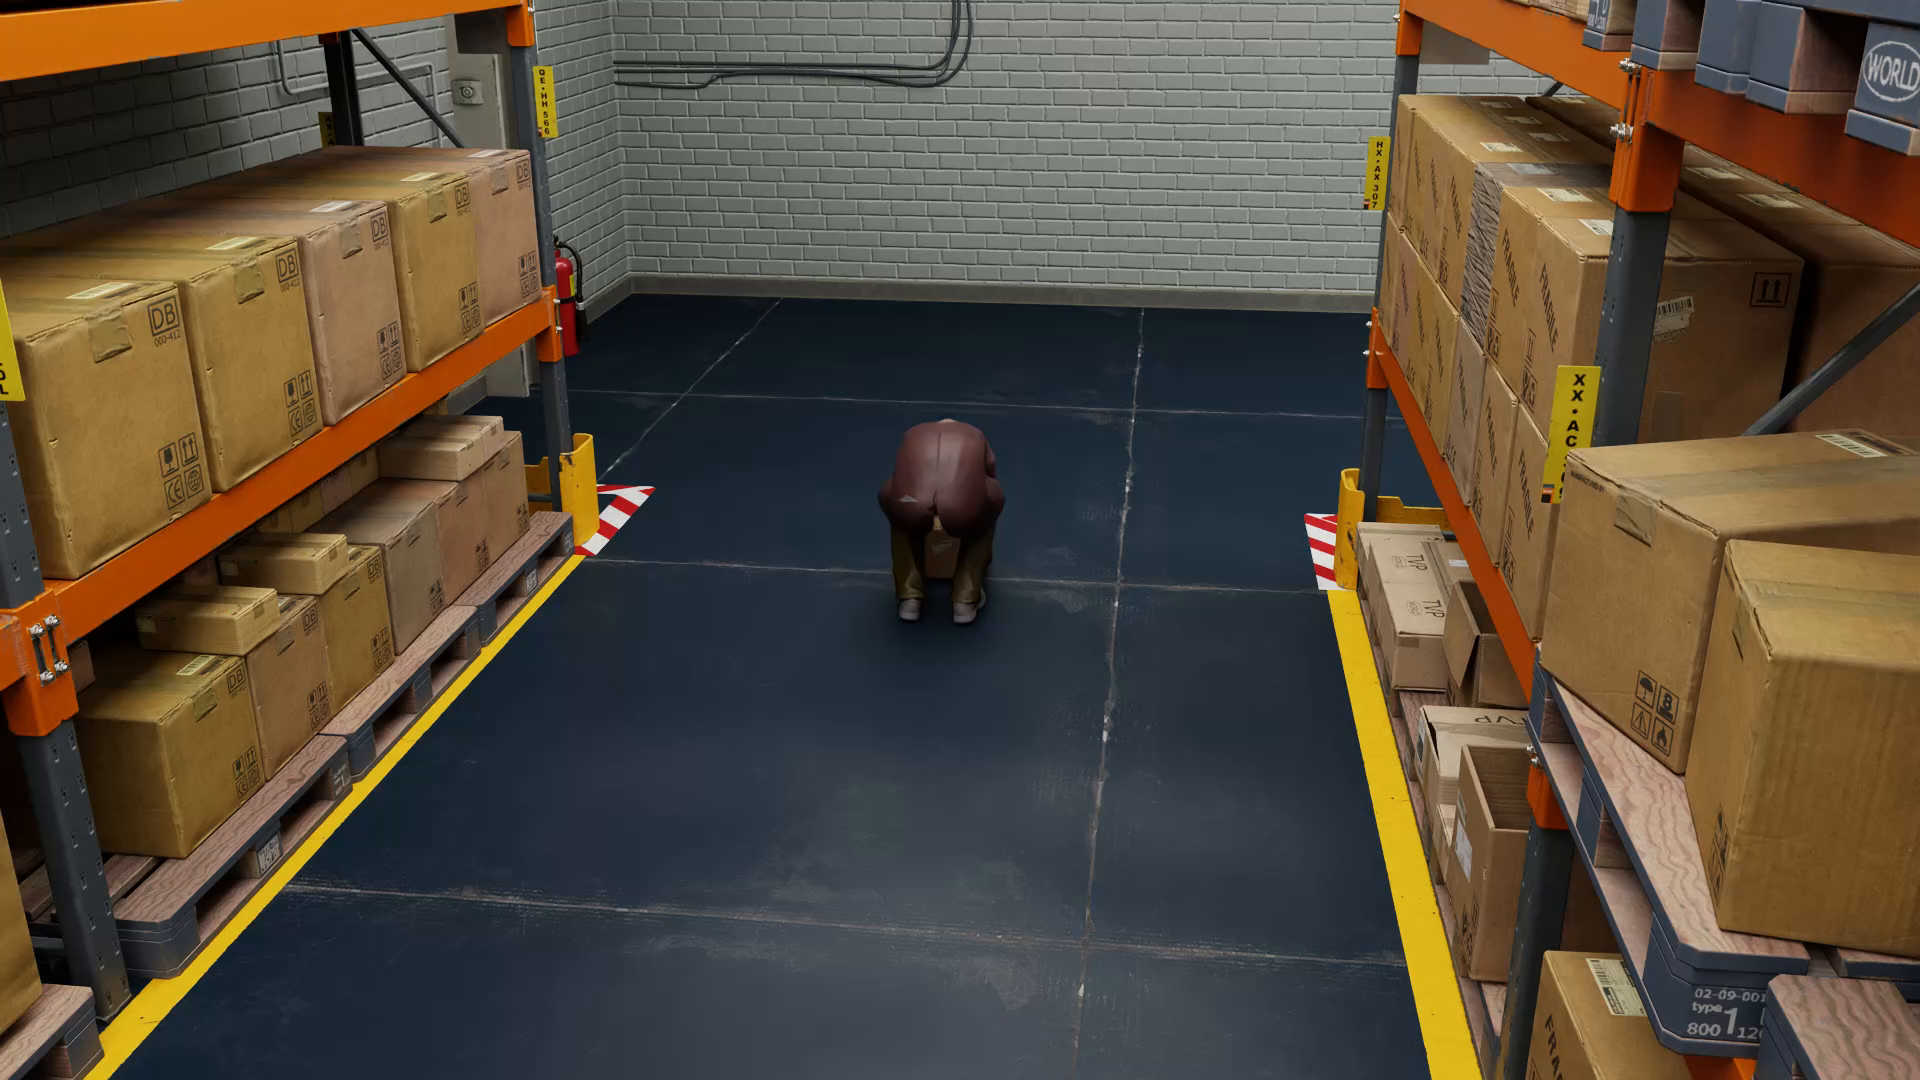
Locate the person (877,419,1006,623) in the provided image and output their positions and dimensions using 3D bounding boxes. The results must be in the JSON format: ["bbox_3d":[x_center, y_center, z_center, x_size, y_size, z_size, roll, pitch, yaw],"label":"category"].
[{"bbox_3d":[-0.077,-0.134,7.737,0.593,0.898,0.953,2,21,4],"label":"person"}]
